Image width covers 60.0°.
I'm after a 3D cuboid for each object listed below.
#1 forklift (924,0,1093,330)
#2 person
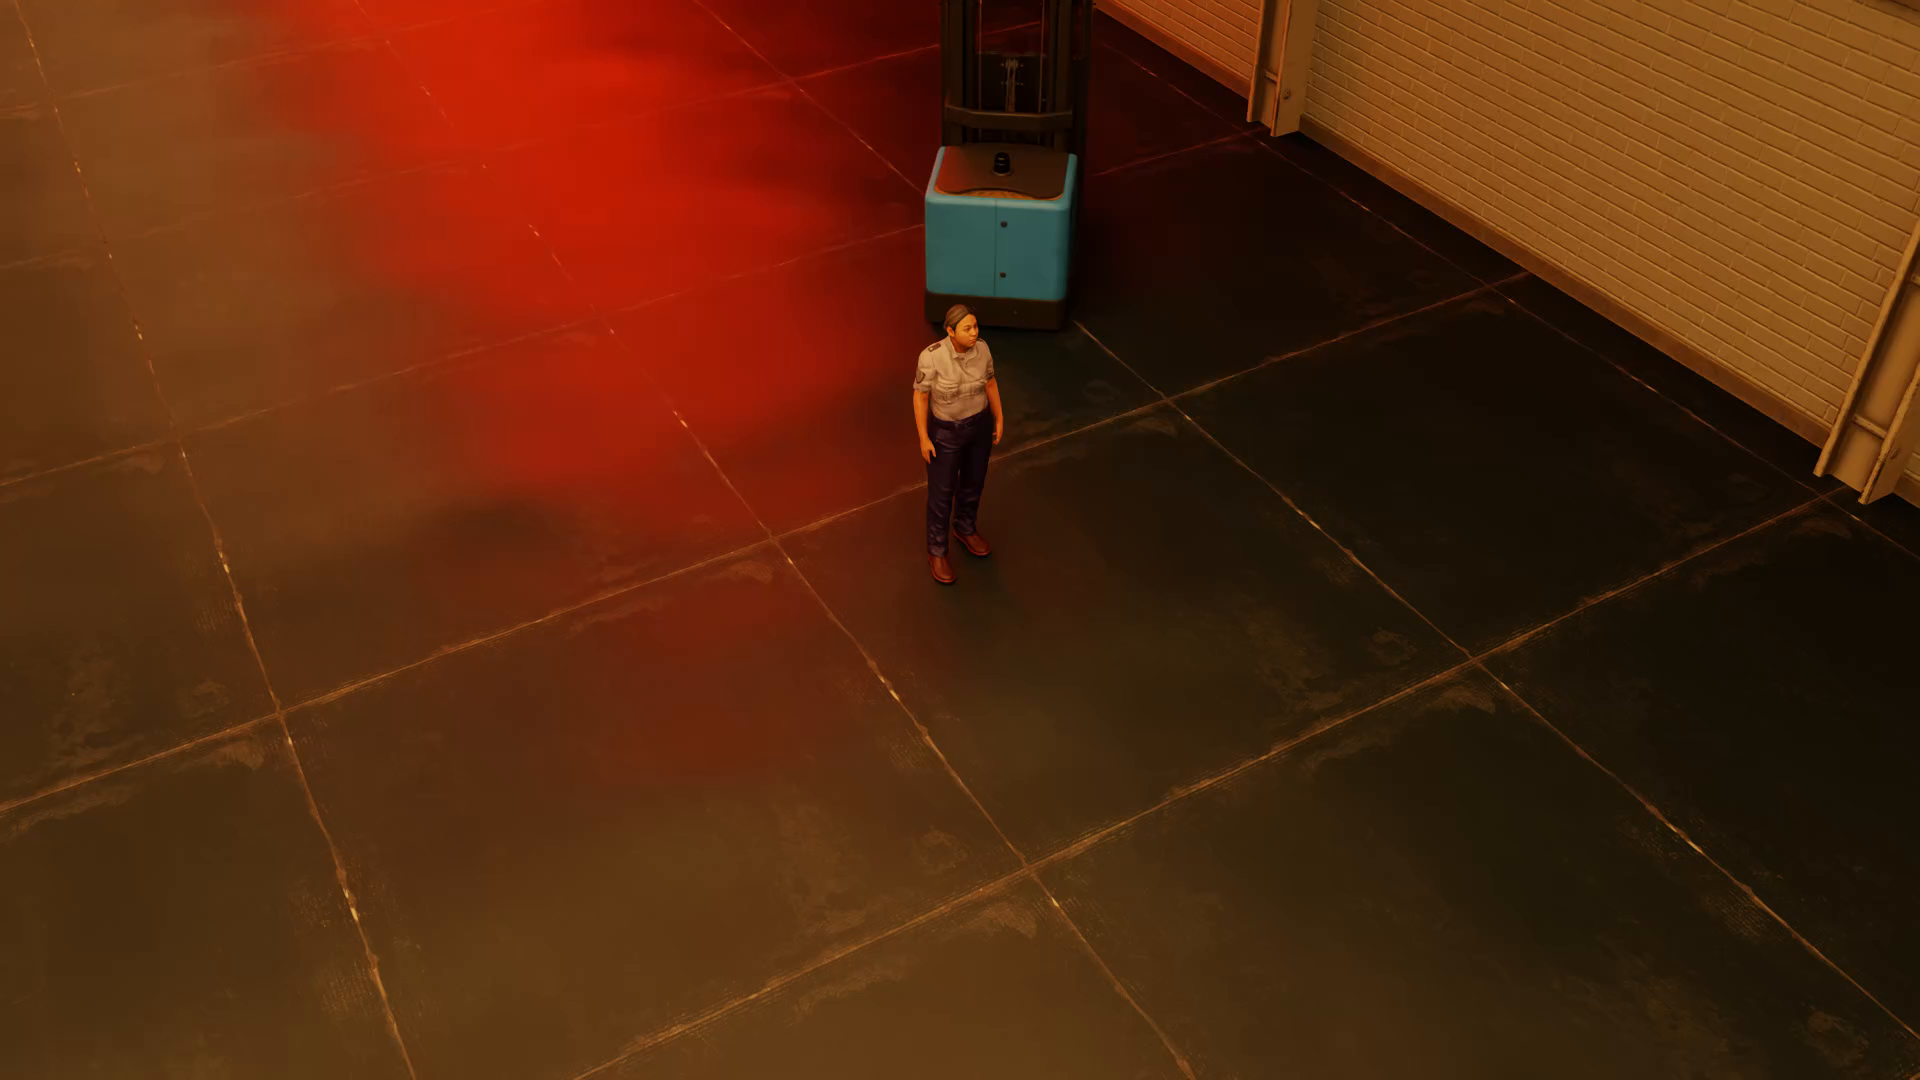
[{"bbox_3d":[0.434,-3.587,12.361,1.130,2.935,3.031,5,40,5],"label":"forklift"},{"bbox_3d":[0.025,-0.582,9.733,0.598,1.651,0.502,-20,44,-23],"label":"person"}]
